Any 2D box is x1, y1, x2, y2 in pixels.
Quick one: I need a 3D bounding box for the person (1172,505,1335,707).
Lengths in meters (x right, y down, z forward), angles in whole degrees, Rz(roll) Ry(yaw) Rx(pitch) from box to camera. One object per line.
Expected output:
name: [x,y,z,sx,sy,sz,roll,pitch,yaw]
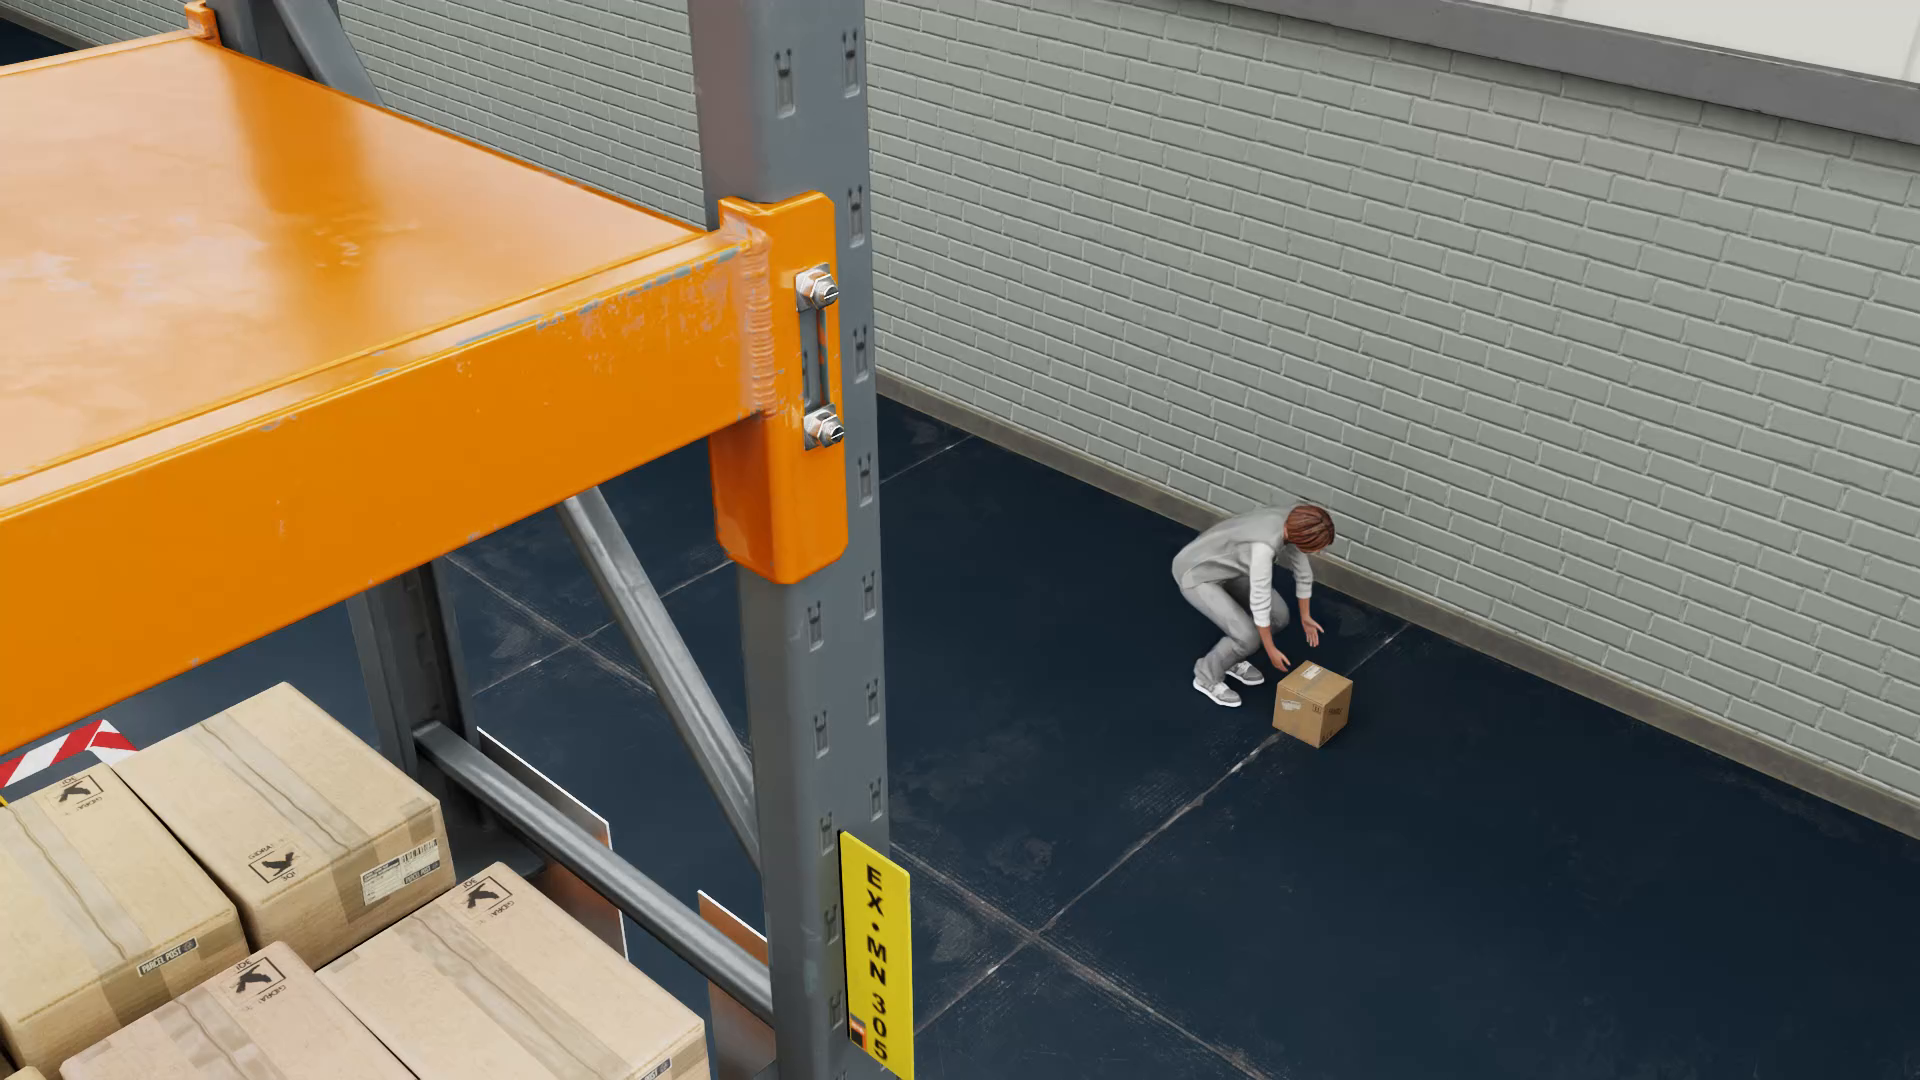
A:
person: [1.350,0.242,7.728,0.745,1.102,0.460,25,40,35]
